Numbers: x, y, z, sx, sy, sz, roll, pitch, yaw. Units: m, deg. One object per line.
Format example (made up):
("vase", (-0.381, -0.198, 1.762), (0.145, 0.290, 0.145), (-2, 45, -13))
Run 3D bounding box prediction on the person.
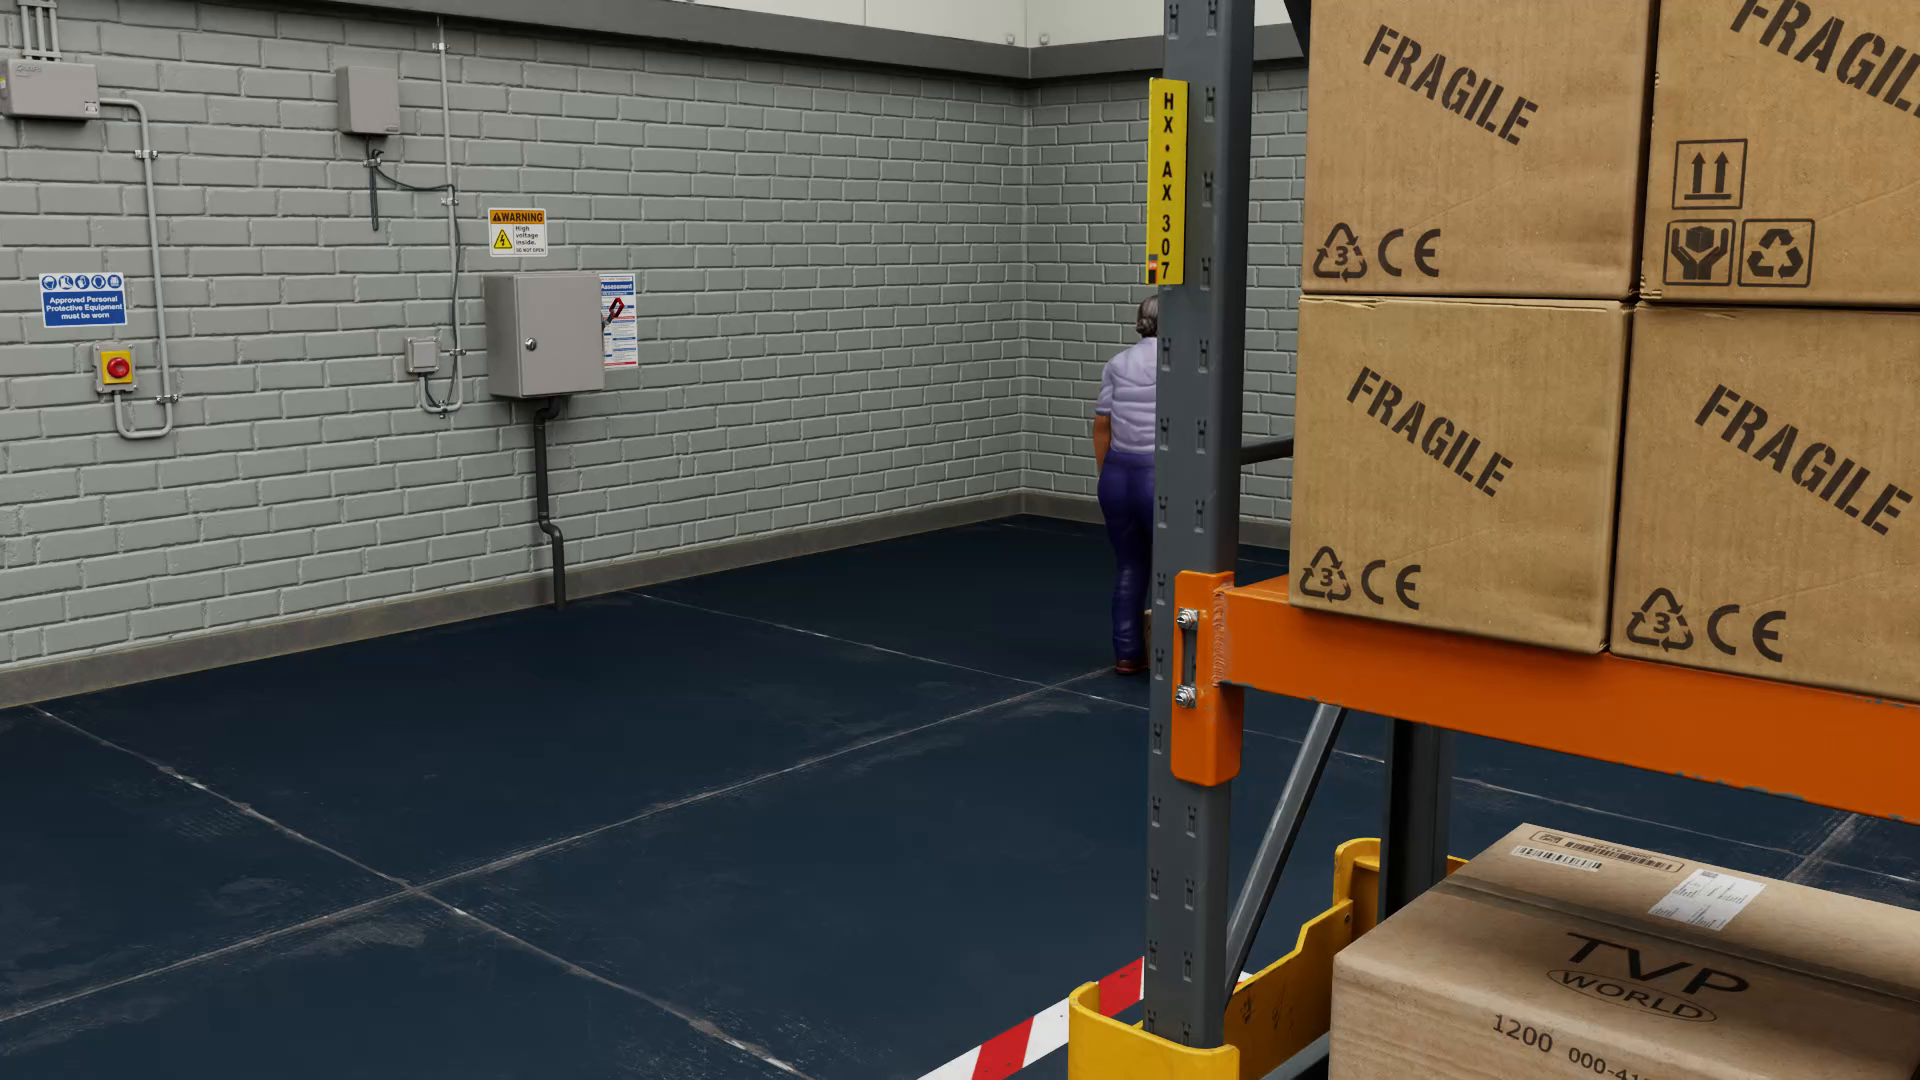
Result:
("person", (0.835, -0.218, 7.133), (0.551, 1.652, 0.416), (8, 13, 39))
